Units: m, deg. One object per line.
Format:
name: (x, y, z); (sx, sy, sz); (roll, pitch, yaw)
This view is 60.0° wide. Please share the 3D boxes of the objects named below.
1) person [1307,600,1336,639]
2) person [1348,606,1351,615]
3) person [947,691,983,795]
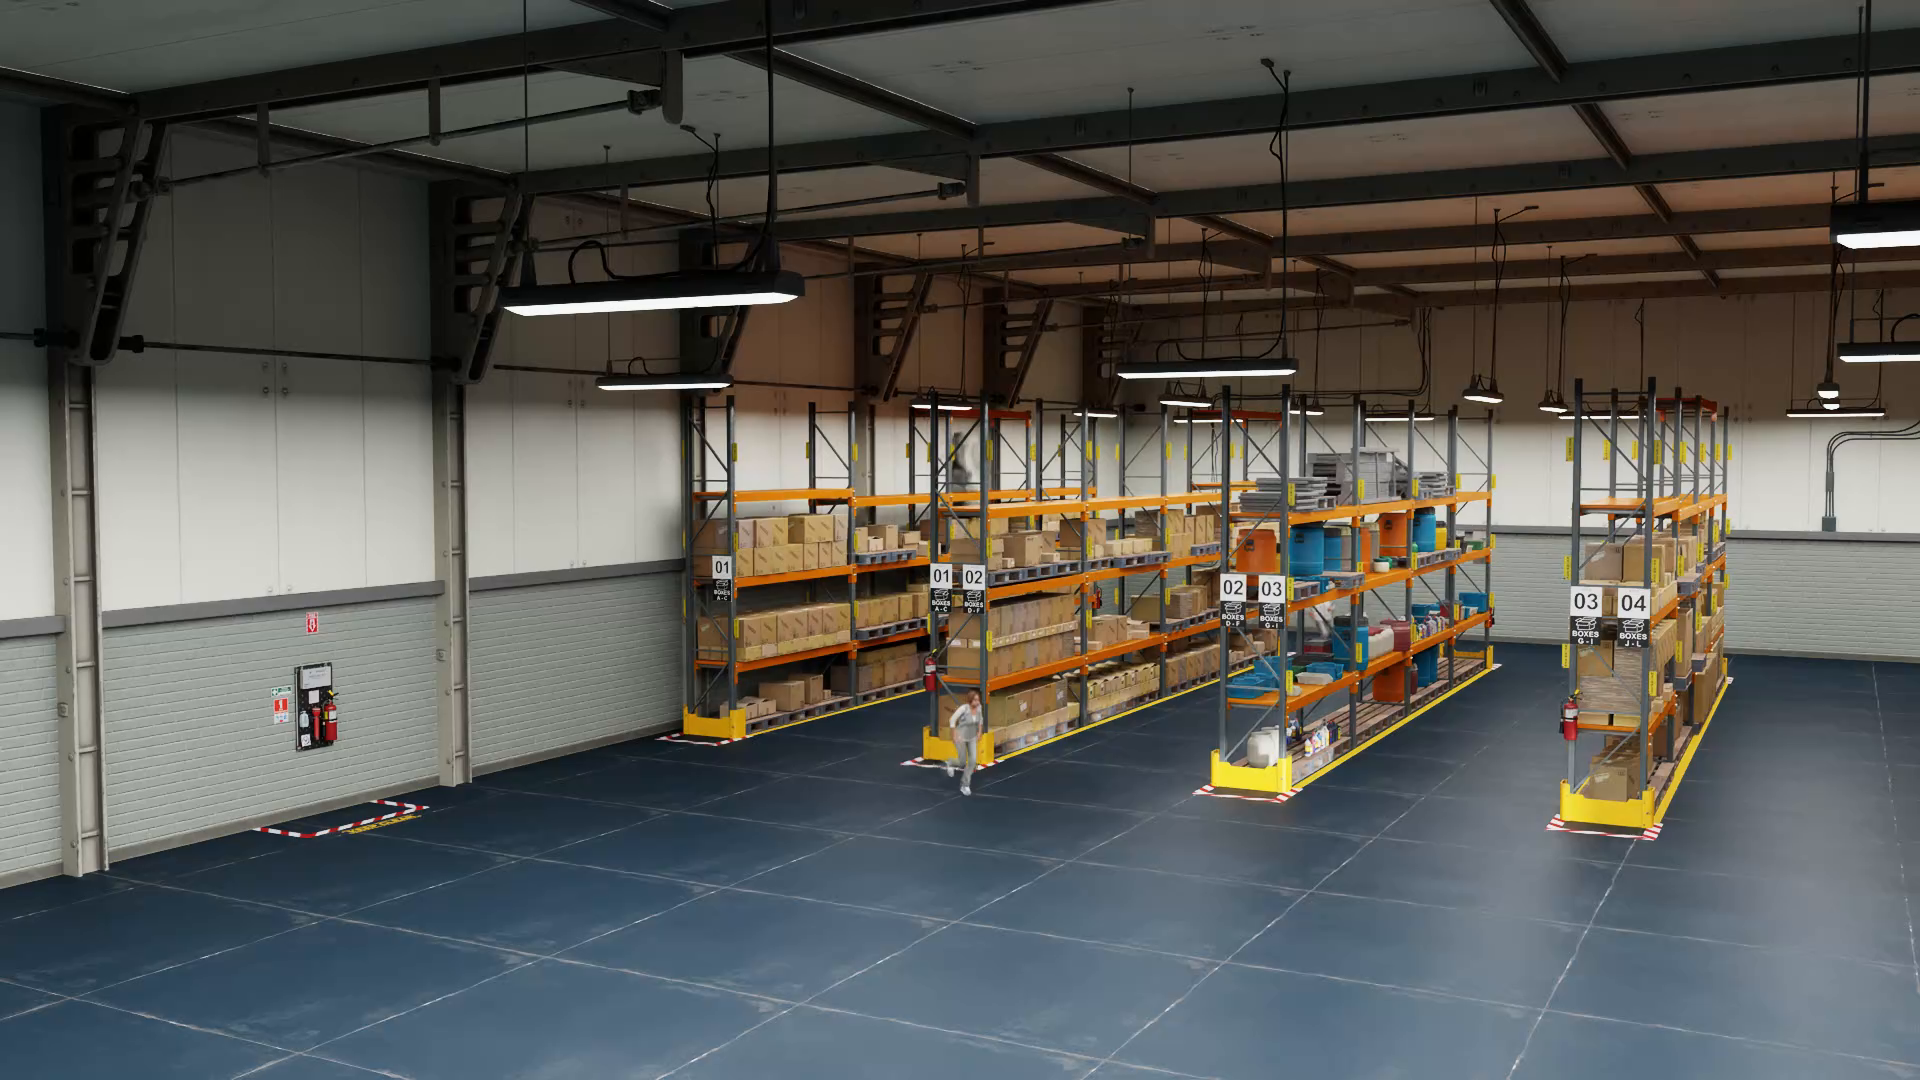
person: (8.850, 1.969, 40.716); (0.661, 1.800, 0.882); (-1, 3, -13)
person: (8.666, 2.273, 36.935); (0.629, 1.622, 0.641); (2, 3, 27)
person: (0.052, 2.967, 24.561); (0.537, 1.544, 0.788); (-2, 4, -36)
